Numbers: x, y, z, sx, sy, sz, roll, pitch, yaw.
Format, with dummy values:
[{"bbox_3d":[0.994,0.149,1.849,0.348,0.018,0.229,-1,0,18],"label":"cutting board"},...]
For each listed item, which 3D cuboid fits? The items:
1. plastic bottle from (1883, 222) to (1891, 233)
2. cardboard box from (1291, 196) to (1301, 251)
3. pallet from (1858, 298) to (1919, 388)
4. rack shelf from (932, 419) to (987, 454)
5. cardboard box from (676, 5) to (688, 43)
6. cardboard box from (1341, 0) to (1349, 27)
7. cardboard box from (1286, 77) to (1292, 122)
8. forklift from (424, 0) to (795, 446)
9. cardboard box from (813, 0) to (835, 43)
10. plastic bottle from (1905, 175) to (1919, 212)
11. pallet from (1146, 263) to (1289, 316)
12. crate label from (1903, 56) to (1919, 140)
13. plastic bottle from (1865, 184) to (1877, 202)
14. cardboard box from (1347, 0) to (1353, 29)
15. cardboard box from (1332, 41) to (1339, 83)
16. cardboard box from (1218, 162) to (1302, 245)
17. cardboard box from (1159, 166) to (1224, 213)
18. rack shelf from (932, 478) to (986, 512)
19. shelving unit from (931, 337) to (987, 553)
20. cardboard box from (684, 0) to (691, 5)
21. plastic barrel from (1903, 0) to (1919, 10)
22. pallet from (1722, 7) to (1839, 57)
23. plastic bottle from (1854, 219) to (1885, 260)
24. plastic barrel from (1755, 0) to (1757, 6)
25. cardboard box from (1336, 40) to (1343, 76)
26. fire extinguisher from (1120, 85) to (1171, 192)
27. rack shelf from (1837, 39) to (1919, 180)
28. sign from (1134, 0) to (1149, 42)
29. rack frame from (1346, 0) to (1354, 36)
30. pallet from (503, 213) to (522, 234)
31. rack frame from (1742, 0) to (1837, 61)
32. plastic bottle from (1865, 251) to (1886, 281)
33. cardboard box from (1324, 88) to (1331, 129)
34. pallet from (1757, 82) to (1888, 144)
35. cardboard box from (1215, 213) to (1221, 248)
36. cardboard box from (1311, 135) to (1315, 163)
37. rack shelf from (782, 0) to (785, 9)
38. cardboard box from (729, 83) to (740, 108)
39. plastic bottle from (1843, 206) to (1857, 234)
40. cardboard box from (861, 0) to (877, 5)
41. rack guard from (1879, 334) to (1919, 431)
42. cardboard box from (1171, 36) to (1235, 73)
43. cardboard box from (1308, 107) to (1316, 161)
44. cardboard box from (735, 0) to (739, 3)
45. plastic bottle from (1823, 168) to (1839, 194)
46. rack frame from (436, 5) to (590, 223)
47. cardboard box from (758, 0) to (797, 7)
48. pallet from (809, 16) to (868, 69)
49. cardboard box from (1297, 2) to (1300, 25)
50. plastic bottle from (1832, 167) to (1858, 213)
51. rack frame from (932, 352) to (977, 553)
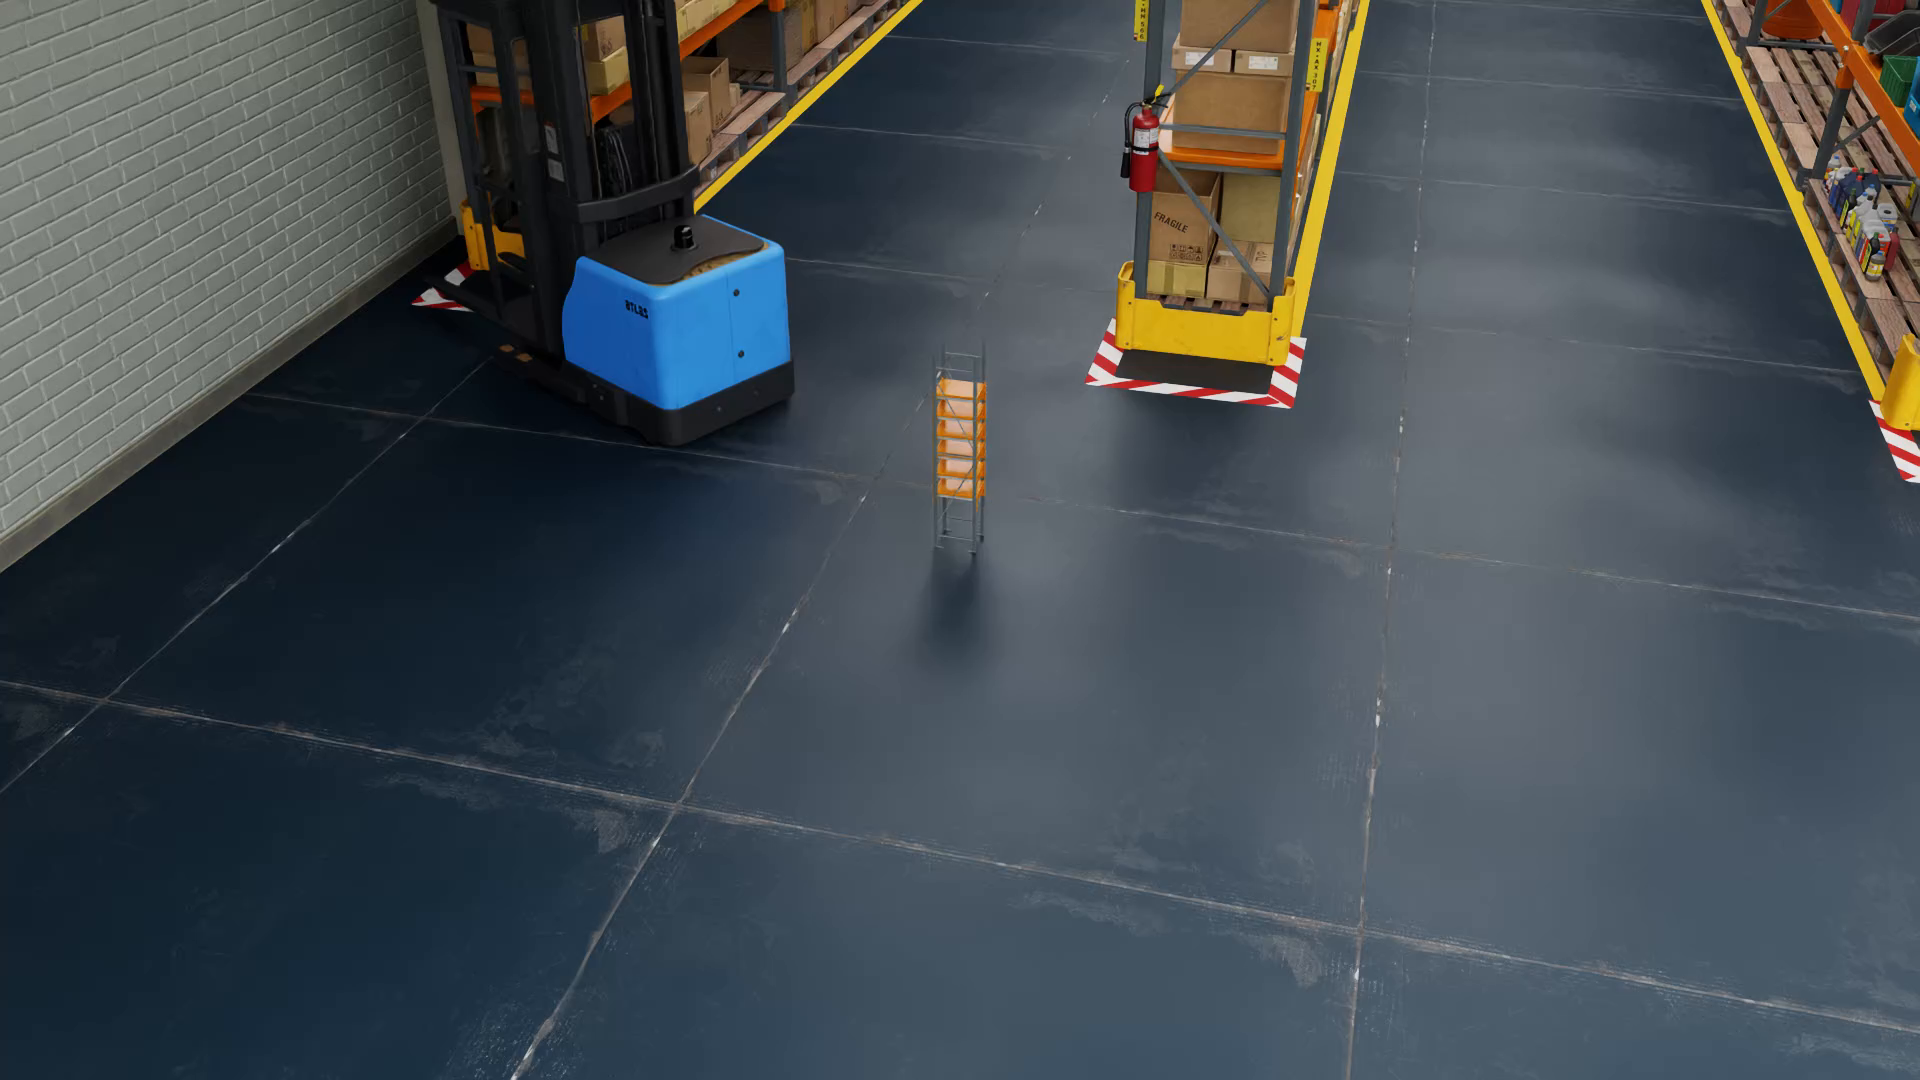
[{"bbox_3d":[6.788,-2.241,12.247,0.097,0.201,0.097,0,32,0],"label":"plastic bottle"},{"bbox_3d":[2.266,-2.392,12.458,0.500,0.250,0.500,8,33,12],"label":"cardboard box"},{"bbox_3d":[6.640,-1.221,11.044,1.003,0.211,1.213,8,33,12],"label":"pallet"},{"bbox_3d":[-0.004,-0.563,8.946,0.258,0.103,0.180,8,33,12],"label":"rack shelf"},{"bbox_3d":[-2.444,-3.970,12.890,0.500,0.250,0.500,8,33,12],"label":"cardboard box"},{"bbox_3d":[3.543,-5.175,16.313,0.500,0.311,0.500,8,33,12],"label":"cardboard box"},{"bbox_3d":[1.924,-3.163,11.407,0.700,0.500,0.500,9,34,14],"label":"cardboard box"},{"bbox_3d":[-2.479,-2.483,10.493,3.031,2.935,1.130,27,41,35],"label":"forklift"},{"bbox_3d":[-1.691,-5.405,16.946,0.700,0.500,0.500,8,33,13],"label":"cardboard box"},{"bbox_3d":[7.445,-2.721,12.863,0.144,0.351,0.185,8,33,12],"label":"plastic bottle"},{"bbox_3d":[1.818,-1.833,12.007,1.003,0.211,1.213,8,33,12],"label":"pallet"},{"bbox_3d":[6.660,-2.938,11.113,0.502,0.435,0.616,8,33,12],"label":"crate label"},{"bbox_3d":[6.943,-2.587,12.727,0.097,0.271,0.097,0,32,0],"label":"plastic bottle"},{"bbox_3d":[3.797,-5.470,17.299,0.500,0.250,0.500,9,33,14],"label":"cardboard box"},{"bbox_3d":[3.157,-4.376,15.057,0.500,0.311,0.500,8,33,12],"label":"cardboard box"},{"bbox_3d":[2.141,-2.449,11.848,0.500,0.500,0.500,8,33,12],"label":"cardboard box"},{"bbox_3d":[1.752,-2.781,12.370,0.500,0.500,0.500,8,33,12],"label":"cardboard box"},{"bbox_3d":[-0.004,-0.259,9.139,0.258,0.103,0.180,8,33,12],"label":"rack shelf"},{"bbox_3d":[-0.004,-0.499,8.986,0.258,1.200,0.189,8,33,12],"label":"shelving unit"},{"bbox_3d":[-2.325,-4.540,13.088,0.500,0.500,0.500,9,34,14],"label":"cardboard box"},{"bbox_3d":[7.924,-4.531,13.524,0.433,0.535,0.433,0,32,0],"label":"plastic barrel"},{"bbox_3d":[8.644,-5.321,17.493,1.003,0.211,1.213,8,33,12],"label":"pallet"},{"bbox_3d":[6.622,-2.179,12.081,0.152,0.276,0.135,7,33,11],"label":"plastic bottle"},{"bbox_3d":[8.649,-5.771,17.530,0.421,0.512,0.421,0,32,0],"label":"plastic barrel"},{"bbox_3d":[3.411,-4.674,16.047,0.500,0.250,0.500,9,33,13],"label":"cardboard box"},{"bbox_3d":[1.185,-2.577,10.649,0.296,0.674,0.183,8,33,12],"label":"fire extinguisher"},{"bbox_3d":[6.962,-2.666,11.387,1.077,0.370,4.000,8,33,12],"label":"rack shelf"},{"bbox_3d":[1.143,-3.277,10.379,0.100,0.325,0.005,8,33,12],"label":"sign"},{"bbox_3d":[3.694,-6.759,17.156,1.000,3.000,0.127,8,33,12],"label":"rack frame"},{"bbox_3d":[-2.869,-2.560,13.149,1.003,0.211,1.213,8,33,12],"label":"pallet"},{"bbox_3d":[8.485,-6.083,16.092,1.000,3.000,0.127,8,33,12],"label":"rack frame"},{"bbox_3d":[6.497,-1.949,11.788,0.097,0.201,0.097,0,32,0],"label":"plastic bottle"},{"bbox_3d":[3.021,-3.876,14.792,0.500,0.250,0.500,7,33,11],"label":"cardboard box"},{"bbox_3d":[7.939,-3.878,15.223,1.003,0.211,1.213,8,33,12],"label":"pallet"},{"bbox_3d":[1.630,-2.204,12.162,0.500,0.250,0.500,8,33,12],"label":"cardboard box"},{"bbox_3d":[2.637,-3.172,13.684,0.500,0.250,0.500,8,33,12],"label":"cardboard box"},{"bbox_3d":[-1.606,-6.090,16.774,1.077,0.370,4.000,8,33,12],"label":"rack shelf"},{"bbox_3d":[-2.220,-4.064,15.148,0.380,0.166,0.250,4,33,6],"label":"cardboard box"},{"bbox_3d":[6.721,-2.408,12.509,0.097,0.201,0.097,0,32,0],"label":"plastic bottle"},{"bbox_3d":[-1.230,-6.182,18.167,0.700,0.500,0.500,8,33,13],"label":"cardboard box"},{"bbox_3d":[6.428,-0.922,10.305,1.175,0.500,0.348,8,33,12],"label":"rack guard"},{"bbox_3d":[1.577,-3.148,10.778,0.380,0.149,0.250,7,33,12],"label":"cardboard box"},{"bbox_3d":[2.512,-3.228,13.075,0.500,0.500,0.500,8,33,12],"label":"cardboard box"},{"bbox_3d":[-2.075,-4.756,14.127,0.500,0.250,0.500,8,33,13],"label":"cardboard box"},{"bbox_3d":[6.939,-2.853,13.210,0.097,0.201,0.097,0,32,0],"label":"plastic bottle"},{"bbox_3d":[-3.128,-3.280,11.684,1.000,3.000,0.127,8,33,12],"label":"rack frame"},{"bbox_3d":[-1.834,-5.416,16.265,0.500,0.250,0.500,7,33,11],"label":"cardboard box"},{"bbox_3d":[-1.609,-5.218,17.332,1.003,0.211,1.213,8,33,12],"label":"pallet"},{"bbox_3d":[1.937,-3.739,11.103,0.700,0.500,0.500,7,33,11],"label":"cardboard box"},{"bbox_3d":[6.863,-2.712,12.850,0.144,0.351,0.185,9,34,14],"label":"plastic bottle"},{"bbox_3d":[-0.027,-0.451,8.911,0.240,1.200,0.006,8,33,12],"label":"rack frame"}]
